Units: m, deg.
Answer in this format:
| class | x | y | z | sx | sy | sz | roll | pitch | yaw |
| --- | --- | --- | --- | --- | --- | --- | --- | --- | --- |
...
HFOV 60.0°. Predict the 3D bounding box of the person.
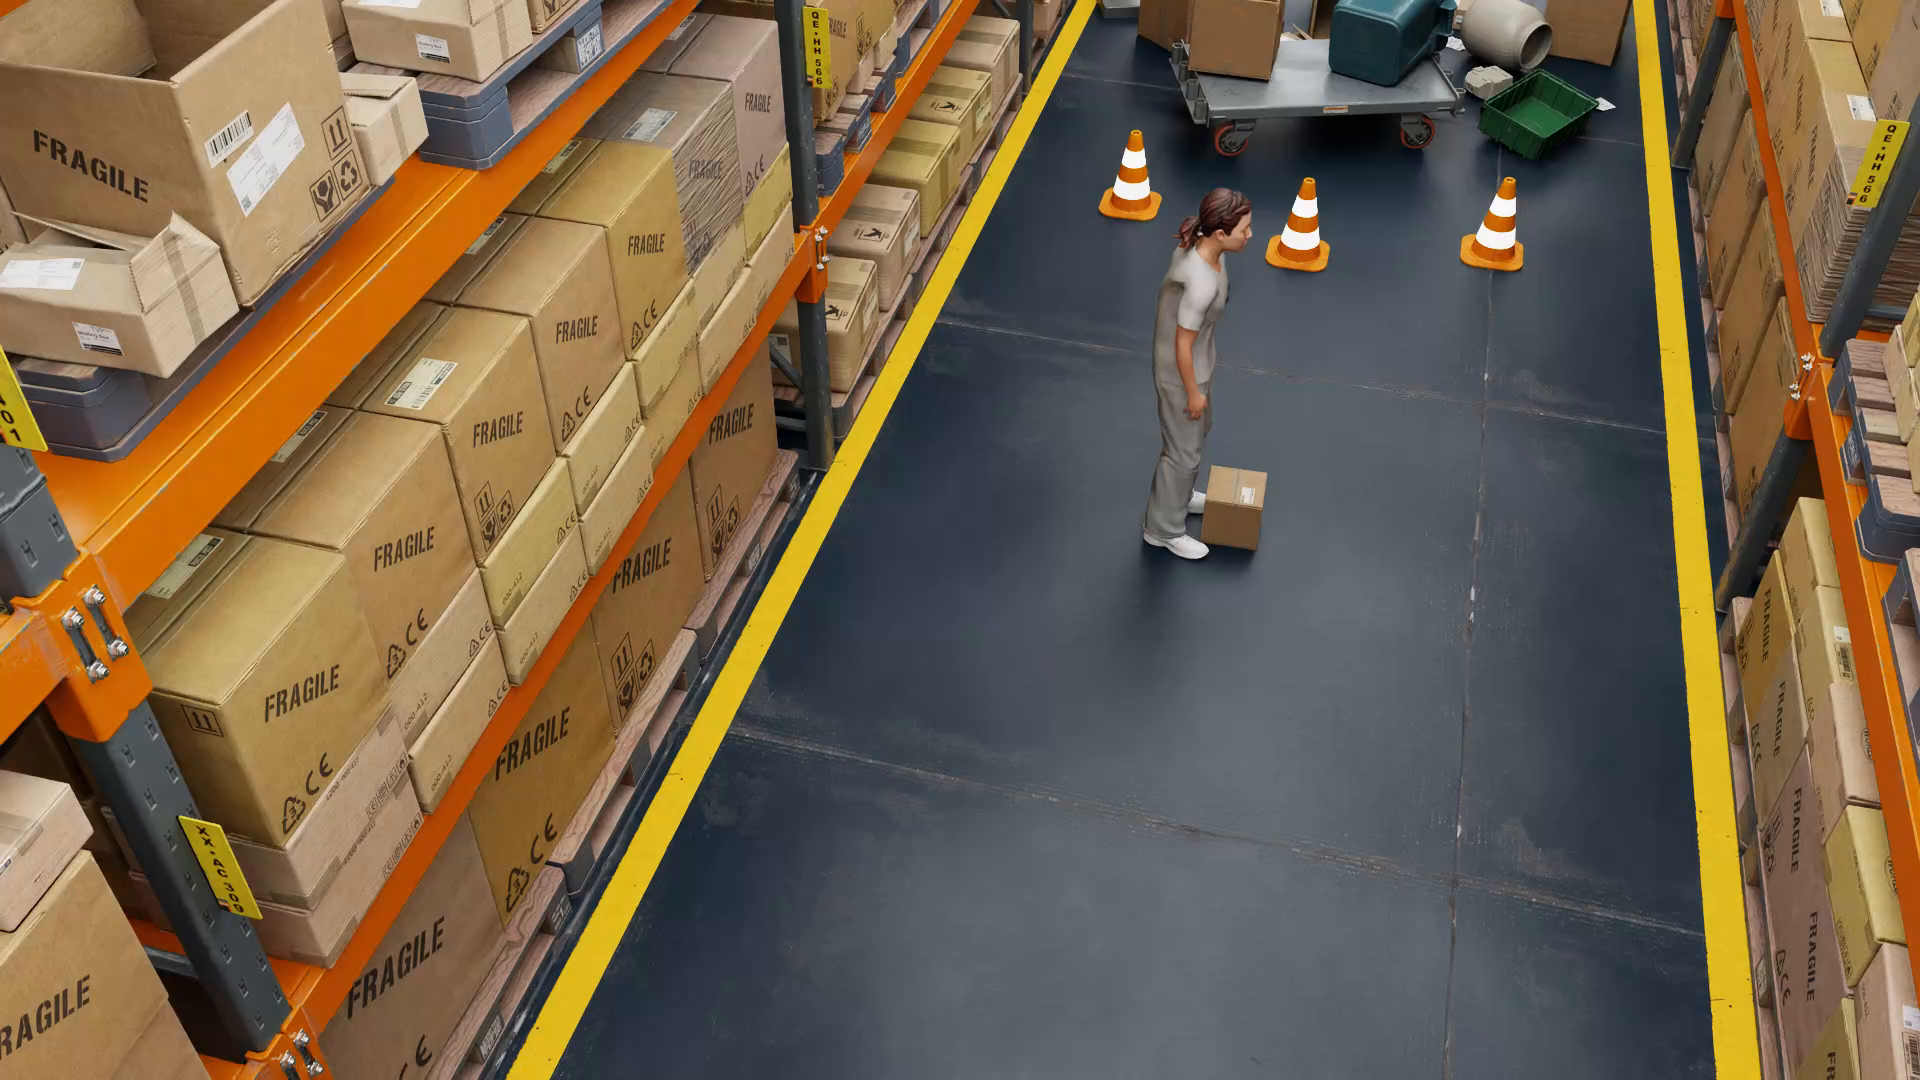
| class | x | y | z | sx | sy | sz | roll | pitch | yaw |
| --- | --- | --- | --- | --- | --- | --- | --- | --- | --- |
| person | 0.975 | -0.715 | 6.977 | 0.349 | 1.673 | 0.503 | 9 | 42 | 10 |
